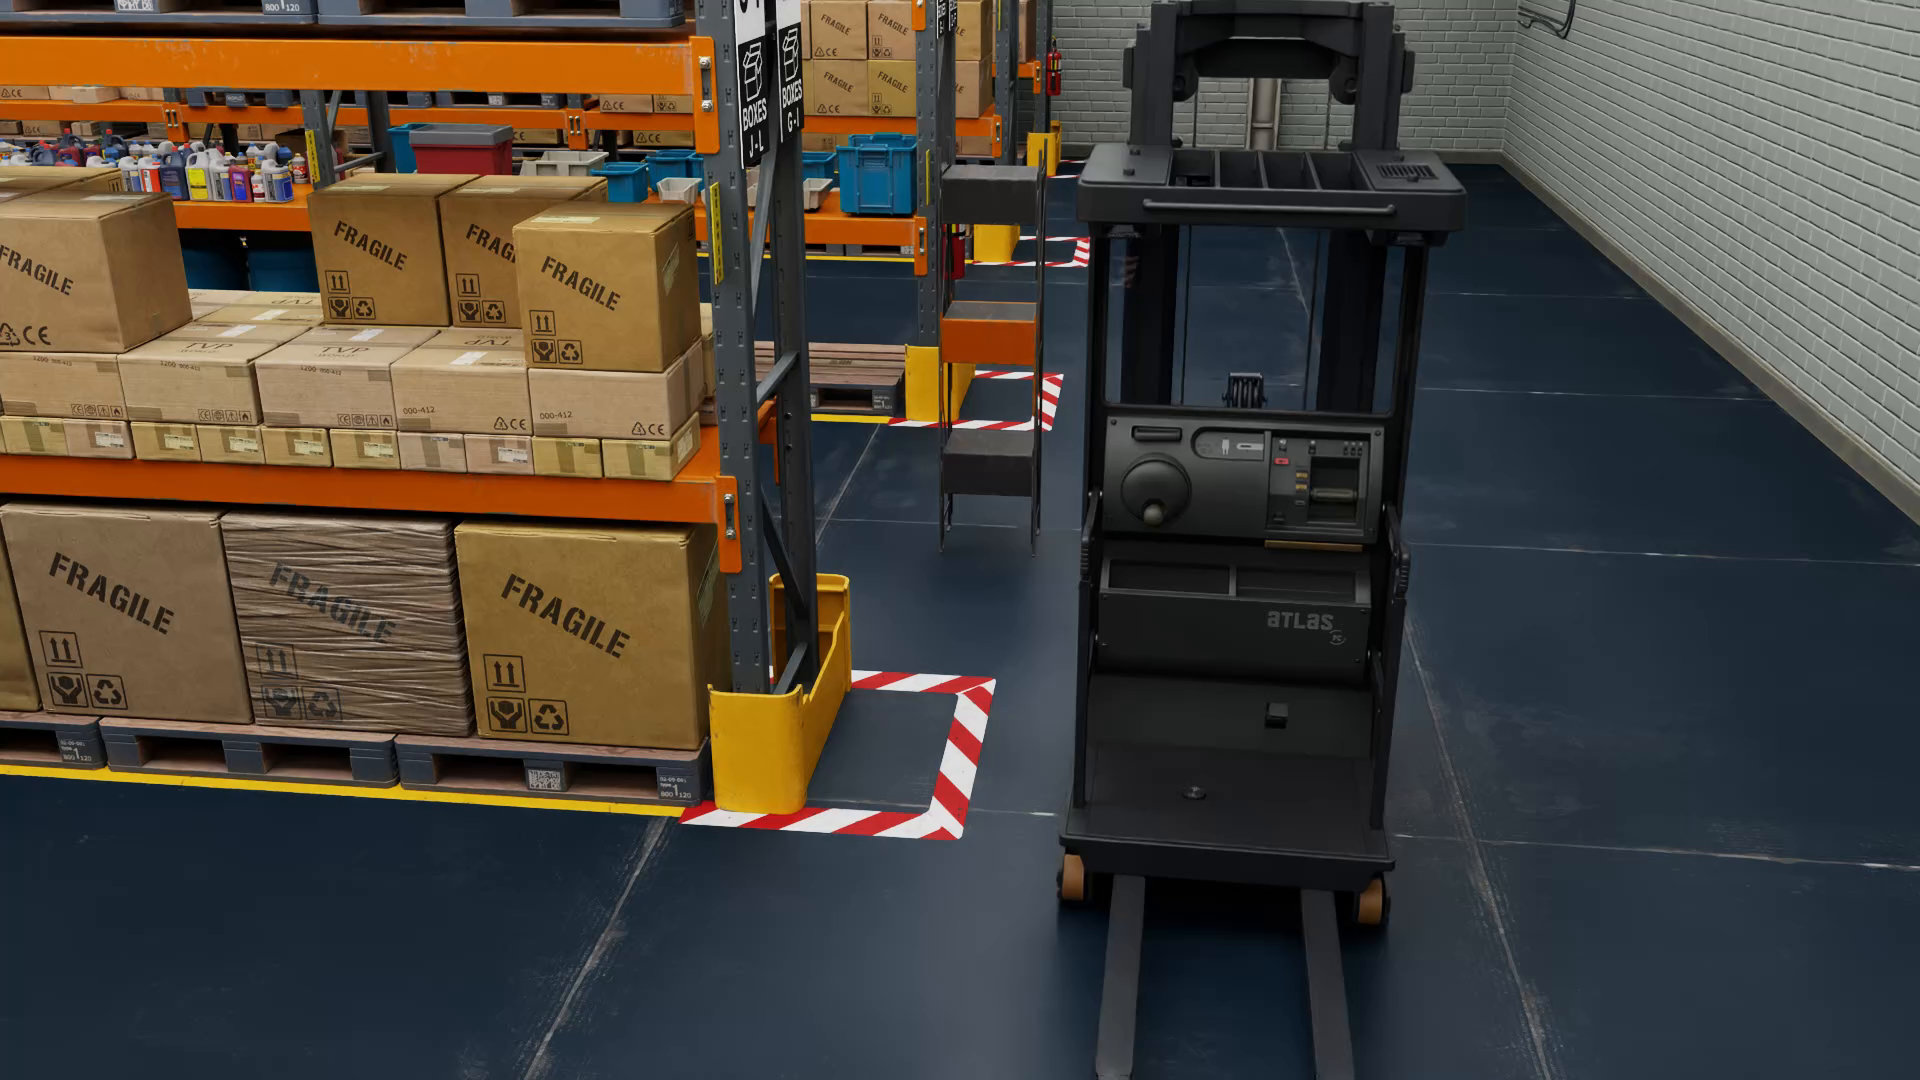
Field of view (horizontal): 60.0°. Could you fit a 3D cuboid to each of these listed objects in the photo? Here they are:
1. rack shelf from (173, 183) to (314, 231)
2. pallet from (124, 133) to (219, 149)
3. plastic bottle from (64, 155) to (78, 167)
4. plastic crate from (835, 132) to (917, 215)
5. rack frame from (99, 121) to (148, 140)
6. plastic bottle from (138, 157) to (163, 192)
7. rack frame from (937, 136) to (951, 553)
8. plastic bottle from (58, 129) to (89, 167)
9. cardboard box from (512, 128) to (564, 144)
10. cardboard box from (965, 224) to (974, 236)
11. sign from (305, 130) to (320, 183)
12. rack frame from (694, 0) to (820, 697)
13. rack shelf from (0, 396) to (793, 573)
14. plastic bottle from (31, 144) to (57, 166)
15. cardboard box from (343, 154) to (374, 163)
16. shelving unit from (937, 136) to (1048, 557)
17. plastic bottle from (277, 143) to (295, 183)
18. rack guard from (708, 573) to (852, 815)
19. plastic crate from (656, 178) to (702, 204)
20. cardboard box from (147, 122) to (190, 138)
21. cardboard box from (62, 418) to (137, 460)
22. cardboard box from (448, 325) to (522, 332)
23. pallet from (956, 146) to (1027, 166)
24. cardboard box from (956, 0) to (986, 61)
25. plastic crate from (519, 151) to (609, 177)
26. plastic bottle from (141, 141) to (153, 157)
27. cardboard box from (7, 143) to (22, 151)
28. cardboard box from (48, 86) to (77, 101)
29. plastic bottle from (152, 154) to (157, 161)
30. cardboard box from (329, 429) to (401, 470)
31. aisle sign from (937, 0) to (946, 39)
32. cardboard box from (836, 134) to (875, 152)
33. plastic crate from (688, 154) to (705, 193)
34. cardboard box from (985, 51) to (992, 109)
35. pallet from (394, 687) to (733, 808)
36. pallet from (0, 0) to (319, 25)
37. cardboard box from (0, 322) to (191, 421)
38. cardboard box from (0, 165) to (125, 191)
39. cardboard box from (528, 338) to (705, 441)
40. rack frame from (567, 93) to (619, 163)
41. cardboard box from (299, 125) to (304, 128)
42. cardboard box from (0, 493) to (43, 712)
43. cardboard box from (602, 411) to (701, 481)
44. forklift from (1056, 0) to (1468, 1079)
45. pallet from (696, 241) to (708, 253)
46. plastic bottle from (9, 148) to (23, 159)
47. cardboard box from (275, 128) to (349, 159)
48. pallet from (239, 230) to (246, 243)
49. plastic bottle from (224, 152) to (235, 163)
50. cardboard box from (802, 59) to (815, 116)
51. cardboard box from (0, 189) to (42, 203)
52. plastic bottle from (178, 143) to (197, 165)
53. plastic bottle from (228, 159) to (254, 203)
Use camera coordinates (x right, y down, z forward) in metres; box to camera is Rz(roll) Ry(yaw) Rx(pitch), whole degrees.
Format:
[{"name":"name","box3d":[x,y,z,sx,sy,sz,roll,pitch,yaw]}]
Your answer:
[{"name":"rack shelf","box3d":[-6.108,-2.305,11.670,4.000,0.370,1.077,2,22,6]},{"name":"pallet","box3d":[-10.127,-5.187,21.772,1.213,0.211,1.003,2,22,6]},{"name":"plastic bottle","box3d":[-6.023,-2.469,11.280,0.097,0.271,0.097,0,22,0]},{"name":"plastic crate","box3d":[-0.504,-2.371,10.728,0.499,0.435,0.616,2,22,6]},{"name":"rack frame","box3d":[-10.900,-6.517,21.343,0.127,3.000,1.000,2,22,6]},{"name":"plastic bottle","box3d":[-5.415,-2.432,11.181,0.135,0.276,0.152,2,22,6]},{"name":"rack frame","box3d":[-0.078,-0.980,8.562,0.015,2.100,0.400,2,22,6]},{"name":"plastic bottle","box3d":[-6.354,-2.770,11.934,0.185,0.351,0.144,2,22,6]},{"name":"cardboard box","box3d":[-5.344,-5.419,20.920,0.750,0.750,0.750,2,22,6]},{"name":"cardboard box","box3d":[-0.132,-3.164,15.666,0.500,0.500,0.500,2,22,6]},{"name":"sign","box3d":[-4.188,-2.481,10.760,0.005,0.325,0.100,2,22,6]},{"name":"rack frame","box3d":[-0.733,-0.572,6.307,0.127,3.000,1.000,2,22,6]},{"name":"rack shelf","box3d":[-2.719,-0.324,6.658,4.000,0.370,1.077,2,22,6]},{"name":"plastic bottle","box3d":[-6.167,-2.498,11.247,0.185,0.351,0.144,2,22,6]},{"name":"cardboard box","box3d":[-6.037,-3.600,16.767,0.500,0.500,0.500,2,22,4]},{"name":"shelving unit","box3d":[0.164,-0.969,8.536,0.503,2.100,0.431,2,22,6]},{"name":"plastic bottle","box3d":[-4.782,-2.674,11.797,0.097,0.271,0.097,0,22,0]},{"name":"rack guard","box3d":[-0.709,0.591,6.764,0.348,0.500,1.175,2,22,6]},{"name":"plastic crate","box3d":[-1.842,-2.282,10.909,0.250,0.136,0.298,2,22,6]},{"name":"cardboard box","box3d":[-10.167,-5.533,21.657,0.500,0.500,0.700,3,22,8]},{"name":"cardboard box","box3d":[-3.163,-0.438,6.310,0.250,0.149,0.380,3,22,7]},{"name":"cardboard box","box3d":[-1.694,-0.780,6.632,0.500,0.250,0.500,2,22,6]},{"name":"pallet","box3d":[0.213,-4.707,20.558,1.213,0.211,1.003,2,22,6]},{"name":"cardboard box","box3d":[-0.037,-4.619,15.047,0.500,0.500,0.500,2,22,6]},{"name":"plastic crate","box3d":[-2.627,-2.393,10.992,0.530,0.282,0.437,2,22,6]},{"name":"plastic bottle","box3d":[-5.798,-2.718,11.909,0.097,0.271,0.097,0,22,0]},{"name":"cardboard box","box3d":[-10.031,-3.930,17.206,0.500,0.311,0.500,2,22,6]},{"name":"cardboard box","box3d":[-8.780,-4.453,16.464,0.250,0.149,0.380,4,22,10]},{"name":"plastic bottle","box3d":[-5.683,-2.624,11.767,0.097,0.201,0.097,0,22,0]},{"name":"cardboard box","box3d":[-2.139,-0.394,6.198,0.250,0.149,0.380,2,22,5]},{"name":"aisle sign","box3d":[-0.113,-3.479,10.124,0.004,0.787,0.394,2,22,6]},{"name":"cardboard box","box3d":[-1.217,-5.088,20.557,0.500,0.500,0.700,3,22,8]},{"name":"plastic crate","box3d":[-1.664,-2.518,11.376,0.300,0.233,0.416,2,22,6]},{"name":"cardboard box","box3d":[0.027,-4.351,15.729,0.500,0.500,0.500,3,22,7]},{"name":"pallet","box3d":[-1.536,0.719,6.835,1.213,0.211,1.003,2,22,6]},{"name":"pallet","box3d":[-2.685,-2.006,5.974,1.213,0.211,1.003,2,22,6]},{"name":"cardboard box","box3d":[-3.261,-0.654,6.314,0.500,0.250,0.500,3,22,8]},{"name":"cardboard box","box3d":[-3.720,-1.217,6.718,0.500,0.500,0.500,3,22,7]},{"name":"cardboard box","box3d":[-1.245,-0.565,6.088,0.500,0.250,0.500,2,22,5]},{"name":"rack frame","box3d":[-3.535,-4.362,15.893,0.127,3.000,1.000,2,22,6]},{"name":"cardboard box","box3d":[-8.147,-5.463,21.479,0.500,0.500,0.700,2,22,6]},{"name":"cardboard box","box3d":[-4.059,0.105,6.912,0.875,0.875,0.875,2,22,6]},{"name":"cardboard box","box3d":[-1.125,-0.350,6.088,0.250,0.149,0.380,3,22,7]},{"name":"forklift","box3d":[0.931,-0.195,5.448,1.130,2.935,3.031,3,22,8]},{"name":"pallet","box3d":[-2.853,-3.035,16.329,1.213,0.211,1.003,2,22,6]},{"name":"plastic bottle","box3d":[-6.817,-2.730,12.035,0.097,0.201,0.097,0,22,0]},{"name":"cardboard box","box3d":[-6.495,-3.970,16.683,0.500,0.250,0.500,3,22,8]},{"name":"pallet","box3d":[-6.770,-3.192,16.726,1.213,0.211,1.003,2,22,6]},{"name":"plastic bottle","box3d":[-5.205,-2.659,11.857,0.097,0.201,0.097,0,22,0]},{"name":"cardboard box","box3d":[-1.551,-4.222,15.403,0.500,0.500,0.500,2,22,6]},{"name":"cardboard box","box3d":[-3.771,-1.024,6.230,0.500,0.500,0.500,2,22,6]},{"name":"plastic bottle","box3d":[-5.240,-2.511,11.279,0.185,0.351,0.144,2,22,6]},{"name":"plastic bottle","box3d":[-4.786,-2.392,11.068,0.133,0.283,0.061,2,22,6]}]
